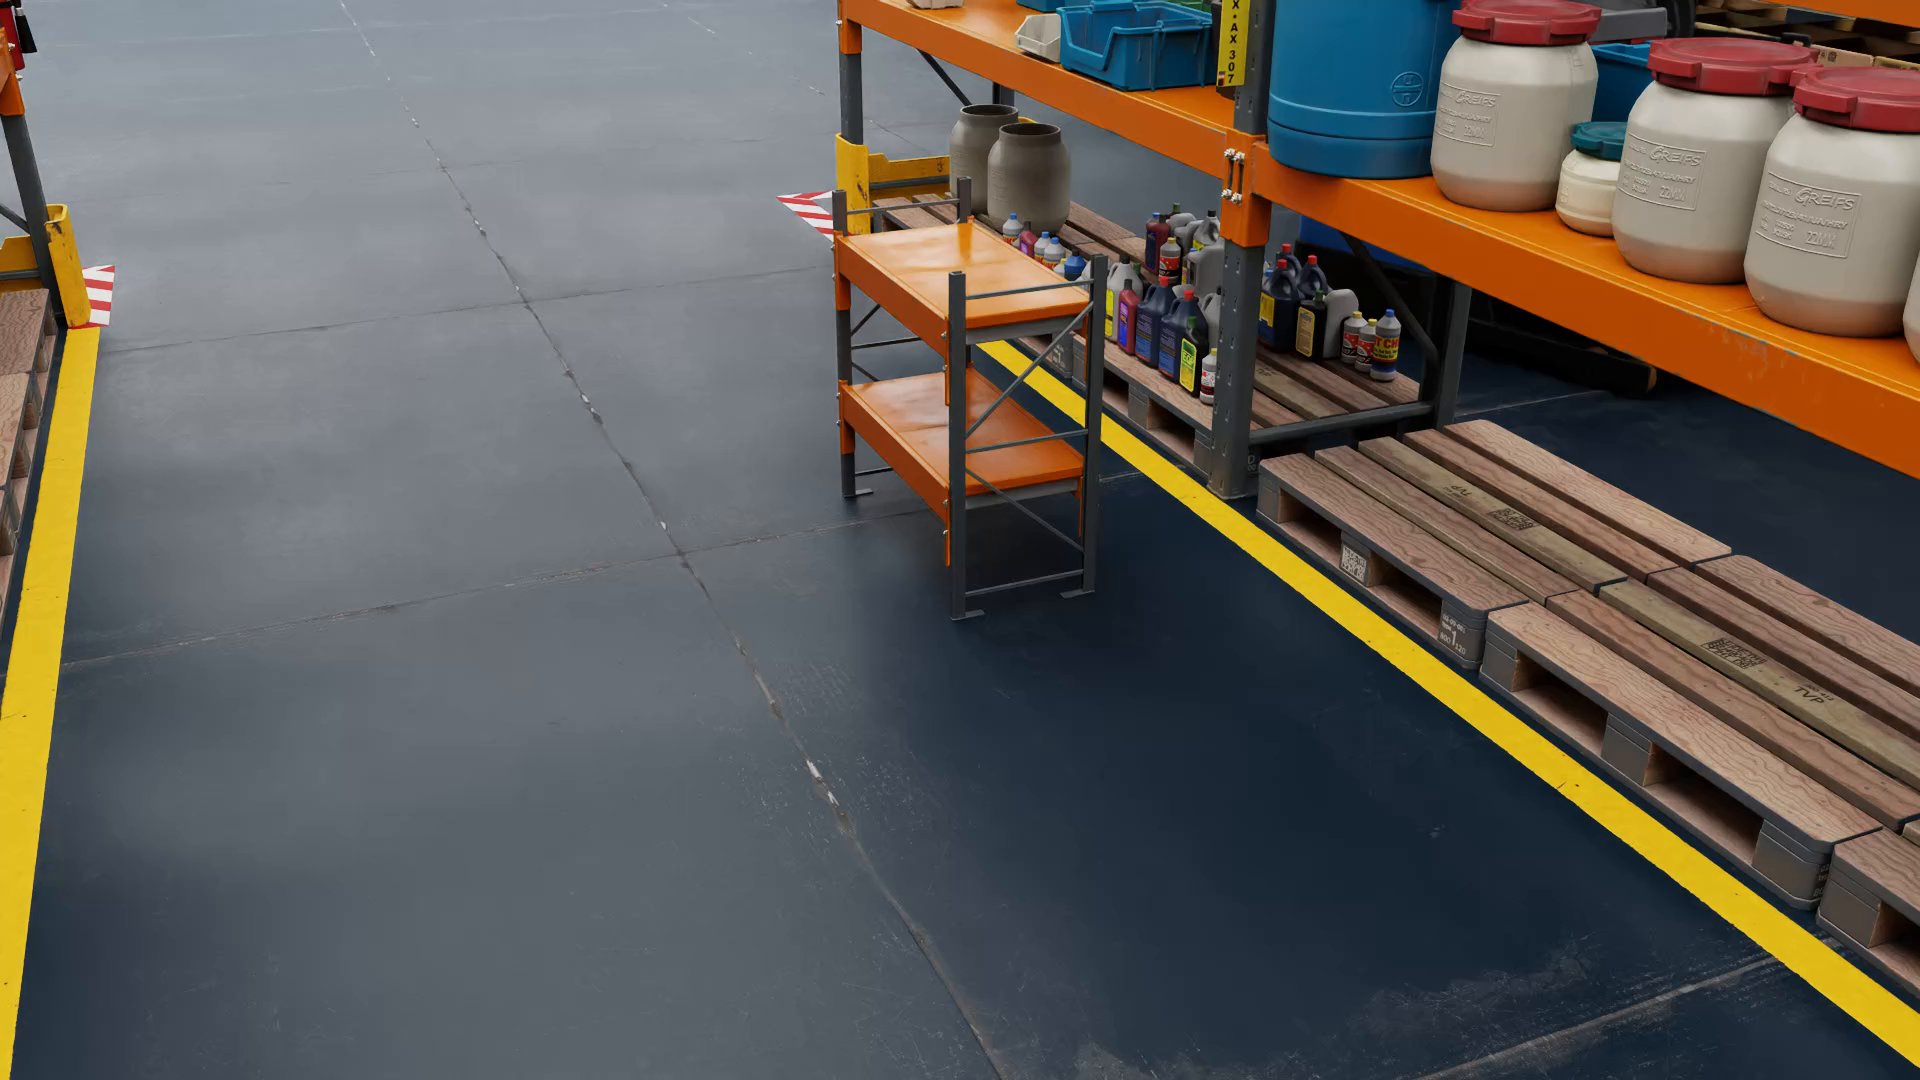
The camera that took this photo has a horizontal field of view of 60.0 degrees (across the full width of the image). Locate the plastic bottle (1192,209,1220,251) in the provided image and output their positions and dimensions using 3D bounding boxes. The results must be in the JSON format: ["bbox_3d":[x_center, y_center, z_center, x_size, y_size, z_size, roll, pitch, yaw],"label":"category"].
[{"bbox_3d":[1.144,-1.320,7.553,0.144,0.351,0.185,-9,28,-18],"label":"plastic bottle"}]

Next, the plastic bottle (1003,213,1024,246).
[{"bbox_3d":[0.249,-1.394,7.794,0.097,0.271,0.097,0,26,0],"label":"plastic bottle"}]

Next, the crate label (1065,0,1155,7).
[{"bbox_3d":[0.795,-2.527,7.467,0.502,0.435,0.616,-11,28,-21],"label":"crate label"}]

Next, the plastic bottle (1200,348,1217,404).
[{"bbox_3d":[0.963,-0.626,6.301,0.097,0.201,0.097,0,26,0],"label":"plastic bottle"}]

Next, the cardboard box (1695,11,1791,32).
[{"bbox_3d":[4.587,-2.891,10.053,0.500,0.500,0.500,-11,28,-21],"label":"cardboard box"}]

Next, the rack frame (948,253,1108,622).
[{"bbox_3d":[0.202,-0.298,5.077,0.500,1.125,0.032,-11,28,-21],"label":"rack frame"}]

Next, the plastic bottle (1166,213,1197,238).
[{"bbox_3d":[1.021,-1.409,7.820,0.152,0.276,0.135,-10,28,-20],"label":"plastic bottle"}]

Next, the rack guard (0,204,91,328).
[{"bbox_3d":[-4.702,-1.203,7.644,1.175,0.500,0.348,-11,28,-21],"label":"rack guard"}]

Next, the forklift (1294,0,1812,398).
[{"bbox_3d":[2.995,-2.166,6.845,1.130,2.935,3.031,-23,34,-38],"label":"forklift"}]

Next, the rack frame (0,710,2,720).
[{"bbox_3d":[-3.166,-0.742,3.851,1.000,3.000,0.127,-11,28,-21],"label":"rack frame"}]

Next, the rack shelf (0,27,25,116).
[{"bbox_3d":[-3.949,-1.226,5.662,1.077,0.370,4.000,-11,28,-21],"label":"rack shelf"}]

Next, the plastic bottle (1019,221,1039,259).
[{"bbox_3d":[0.320,-1.305,7.598,0.061,0.283,0.133,-10,28,-20],"label":"plastic bottle"}]

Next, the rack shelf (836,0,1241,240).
[{"bbox_3d":[0.609,-2.077,7.405,1.077,0.370,4.000,-11,28,-21],"label":"rack shelf"}]

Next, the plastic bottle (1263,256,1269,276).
[{"bbox_3d":[1.292,-1.091,7.174,0.097,0.271,0.097,0,26,0],"label":"plastic bottle"}]

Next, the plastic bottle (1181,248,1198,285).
[{"bbox_3d":[1.050,-1.215,7.507,0.097,0.201,0.097,0,26,0],"label":"plastic bottle"}]

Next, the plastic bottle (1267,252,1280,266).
[{"bbox_3d":[1.357,-1.117,7.214,0.061,0.283,0.133,-9,28,-18],"label":"plastic bottle"}]

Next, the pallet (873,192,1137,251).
[{"bbox_3d":[0.212,-1.603,8.793,1.003,0.211,1.213,-11,28,-21],"label":"pallet"}]

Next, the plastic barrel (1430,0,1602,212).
[{"bbox_3d":[1.565,-1.230,4.696,0.433,0.535,0.433,0,26,0],"label":"plastic barrel"}]

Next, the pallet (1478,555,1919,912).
[{"bbox_3d":[2.217,0.464,4.560,1.003,0.211,1.213,-11,28,-21],"label":"pallet"}]

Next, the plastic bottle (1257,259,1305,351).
[{"bbox_3d":[1.325,-0.973,6.841,0.144,0.351,0.185,-11,28,-21],"label":"plastic bottle"}]

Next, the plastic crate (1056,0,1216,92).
[{"bbox_3d":[0.709,-1.926,6.446,0.499,0.251,0.616,-11,28,-21],"label":"plastic crate"}]

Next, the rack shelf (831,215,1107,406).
[{"bbox_3d":[0.003,-0.766,5.369,0.538,0.278,1.000,-11,28,-21],"label":"rack shelf"}]

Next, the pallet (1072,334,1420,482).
[{"bbox_3d":[1.167,-0.618,6.775,1.003,0.211,1.213,-11,28,-21],"label":"pallet"}]

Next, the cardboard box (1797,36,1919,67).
[{"bbox_3d":[4.975,-2.487,9.225,0.500,0.500,0.500,-11,28,-21],"label":"cardboard box"}]

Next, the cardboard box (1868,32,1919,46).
[{"bbox_3d":[5.468,-2.579,9.413,0.500,0.500,0.500,-11,28,-21],"label":"cardboard box"}]

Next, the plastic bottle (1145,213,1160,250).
[{"bbox_3d":[0.948,-1.482,8.054,0.097,0.201,0.097,0,26,0],"label":"plastic bottle"}]

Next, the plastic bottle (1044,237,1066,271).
[{"bbox_3d":[0.422,-1.215,7.428,0.097,0.271,0.097,0,26,0],"label":"plastic bottle"}]

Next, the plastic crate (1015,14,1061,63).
[{"bbox_3d":[0.523,-2.086,6.905,0.530,0.136,0.437,-11,28,-21],"label":"plastic crate"}]

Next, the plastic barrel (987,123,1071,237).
[{"bbox_3d":[0.350,-1.824,8.423,0.421,0.512,0.421,0,26,0],"label":"plastic barrel"}]

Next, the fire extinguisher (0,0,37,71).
[{"bbox_3d":[-4.353,-2.447,7.432,0.296,0.674,0.183,-11,28,-21],"label":"fire extinguisher"}]

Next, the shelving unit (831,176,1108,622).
[{"bbox_3d":[0.003,-0.503,5.498,0.538,1.125,1.048,-11,28,-21],"label":"shelving unit"}]

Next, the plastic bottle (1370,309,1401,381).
[{"bbox_3d":[1.670,-0.769,6.513,0.097,0.271,0.097,0,26,0],"label":"plastic bottle"}]

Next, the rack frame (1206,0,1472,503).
[{"bbox_3d":[1.392,-1.593,5.594,1.000,3.000,0.127,-11,28,-21],"label":"rack frame"}]

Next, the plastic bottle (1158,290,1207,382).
[{"bbox_3d":[0.874,-0.811,6.509,0.144,0.351,0.185,-11,28,-22],"label":"plastic bottle"}]

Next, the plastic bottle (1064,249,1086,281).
[{"bbox_3d":[0.501,-1.133,7.261,0.097,0.271,0.097,0,26,0],"label":"plastic bottle"}]

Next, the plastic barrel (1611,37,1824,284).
[{"bbox_3d":[1.852,-0.934,4.089,0.433,0.535,0.433,0,26,0],"label":"plastic barrel"}]

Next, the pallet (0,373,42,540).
[{"bbox_3d":[-3.943,-0.247,6.016,1.003,0.211,1.213,-11,28,-21],"label":"pallet"}]

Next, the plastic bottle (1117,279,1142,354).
[{"bbox_3d":[0.697,-0.917,6.803,0.061,0.283,0.133,-9,27,-17],"label":"plastic bottle"}]

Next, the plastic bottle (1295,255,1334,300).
[{"bbox_3d":[1.457,-0.997,6.892,0.144,0.351,0.185,-10,28,-19],"label":"plastic bottle"}]

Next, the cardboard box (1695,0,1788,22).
[{"bbox_3d":[4.868,-3.182,10.649,0.500,0.500,0.500,-11,28,-21],"label":"cardboard box"}]

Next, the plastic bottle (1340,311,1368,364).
[{"bbox_3d":[1.591,-0.819,6.697,0.097,0.201,0.097,0,26,0],"label":"plastic bottle"}]

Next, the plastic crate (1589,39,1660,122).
[{"bbox_3d":[2.110,-1.194,4.795,0.392,0.384,0.575,-11,28,-21],"label":"plastic crate"}]

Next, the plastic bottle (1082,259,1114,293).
[{"bbox_3d":[0.613,-1.051,7.087,0.152,0.276,0.135,-10,28,-20],"label":"plastic bottle"}]

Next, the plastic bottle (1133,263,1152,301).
[{"bbox_3d":[0.757,-1.016,7.007,0.061,0.283,0.133,-11,28,-21],"label":"plastic bottle"}]

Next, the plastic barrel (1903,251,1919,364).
[{"bbox_3d":[2.194,-0.577,3.385,0.421,0.512,0.421,0,26,0],"label":"plastic barrel"}]

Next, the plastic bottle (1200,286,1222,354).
[{"bbox_3d":[1.007,-0.835,6.560,0.144,0.351,0.185,-11,28,-21],"label":"plastic bottle"}]
